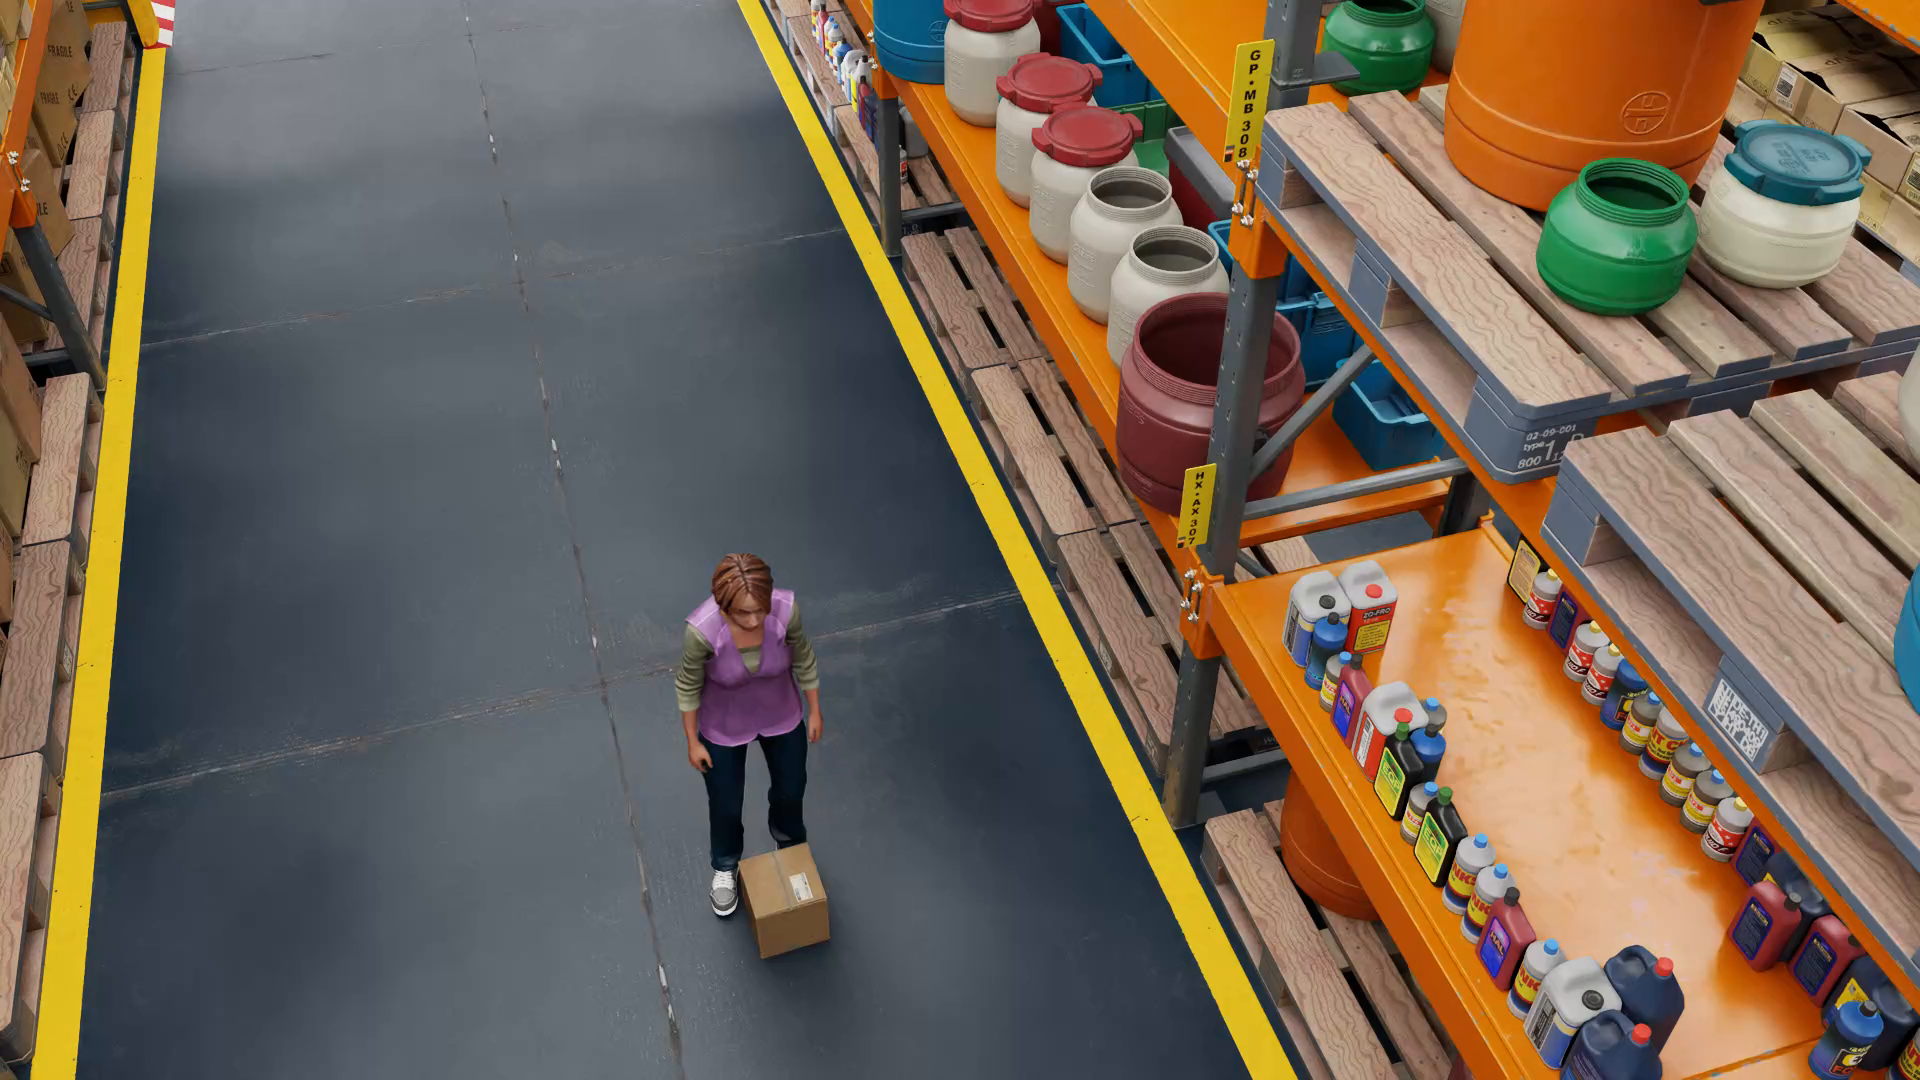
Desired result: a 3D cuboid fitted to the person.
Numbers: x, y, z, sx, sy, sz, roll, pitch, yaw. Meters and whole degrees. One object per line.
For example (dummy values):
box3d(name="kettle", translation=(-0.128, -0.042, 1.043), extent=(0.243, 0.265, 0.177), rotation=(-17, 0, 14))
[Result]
box3d(name="person", translation=(-0.688, 0.614, 5.507), extent=(0.480, 1.593, 0.344), rotation=(-13, 45, -14))
